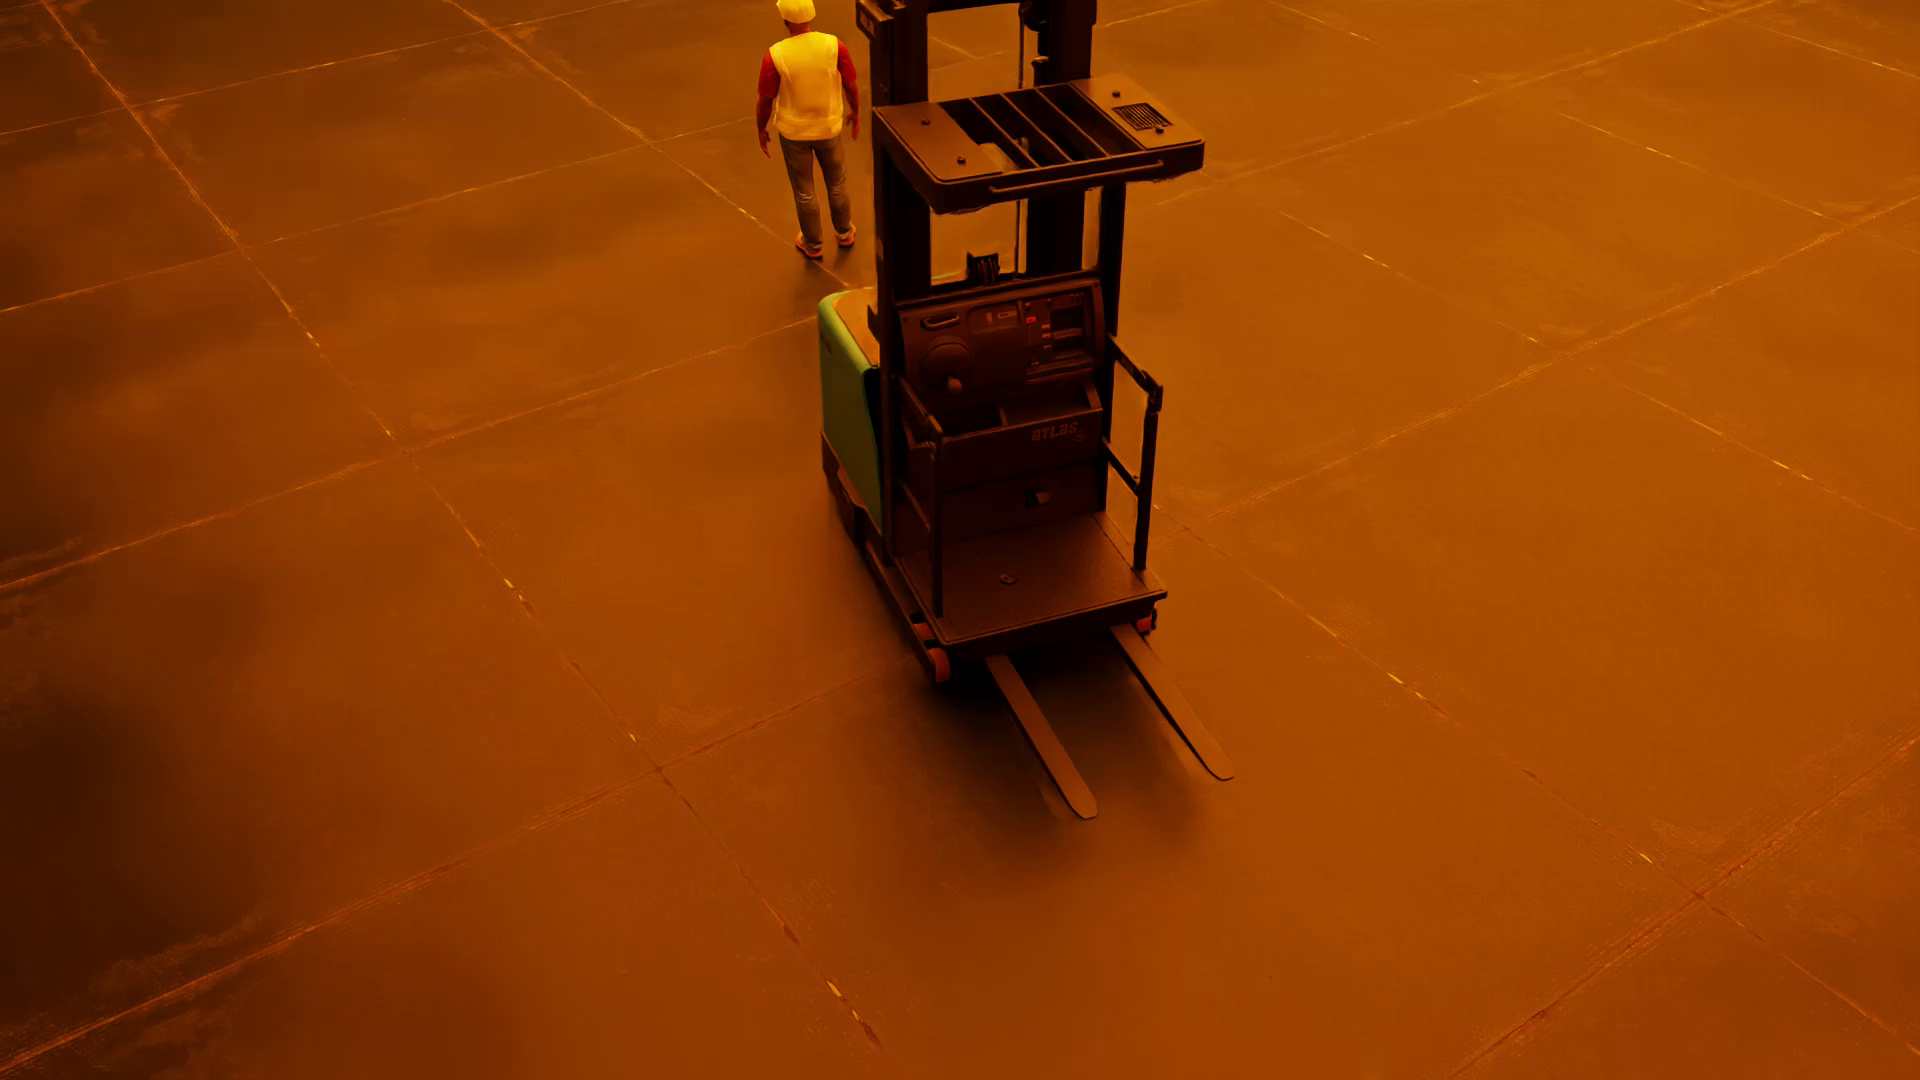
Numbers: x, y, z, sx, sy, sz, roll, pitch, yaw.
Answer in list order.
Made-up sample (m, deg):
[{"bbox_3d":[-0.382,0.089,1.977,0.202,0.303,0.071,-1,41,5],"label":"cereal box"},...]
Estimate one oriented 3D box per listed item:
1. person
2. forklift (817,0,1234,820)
[{"bbox_3d":[-0.960,-2.628,10.467,0.666,1.765,0.577,-9,37,-12],"label":"person"},{"bbox_3d":[0.267,-0.811,7.041,1.130,2.935,3.031,-13,38,-16],"label":"forklift"}]
